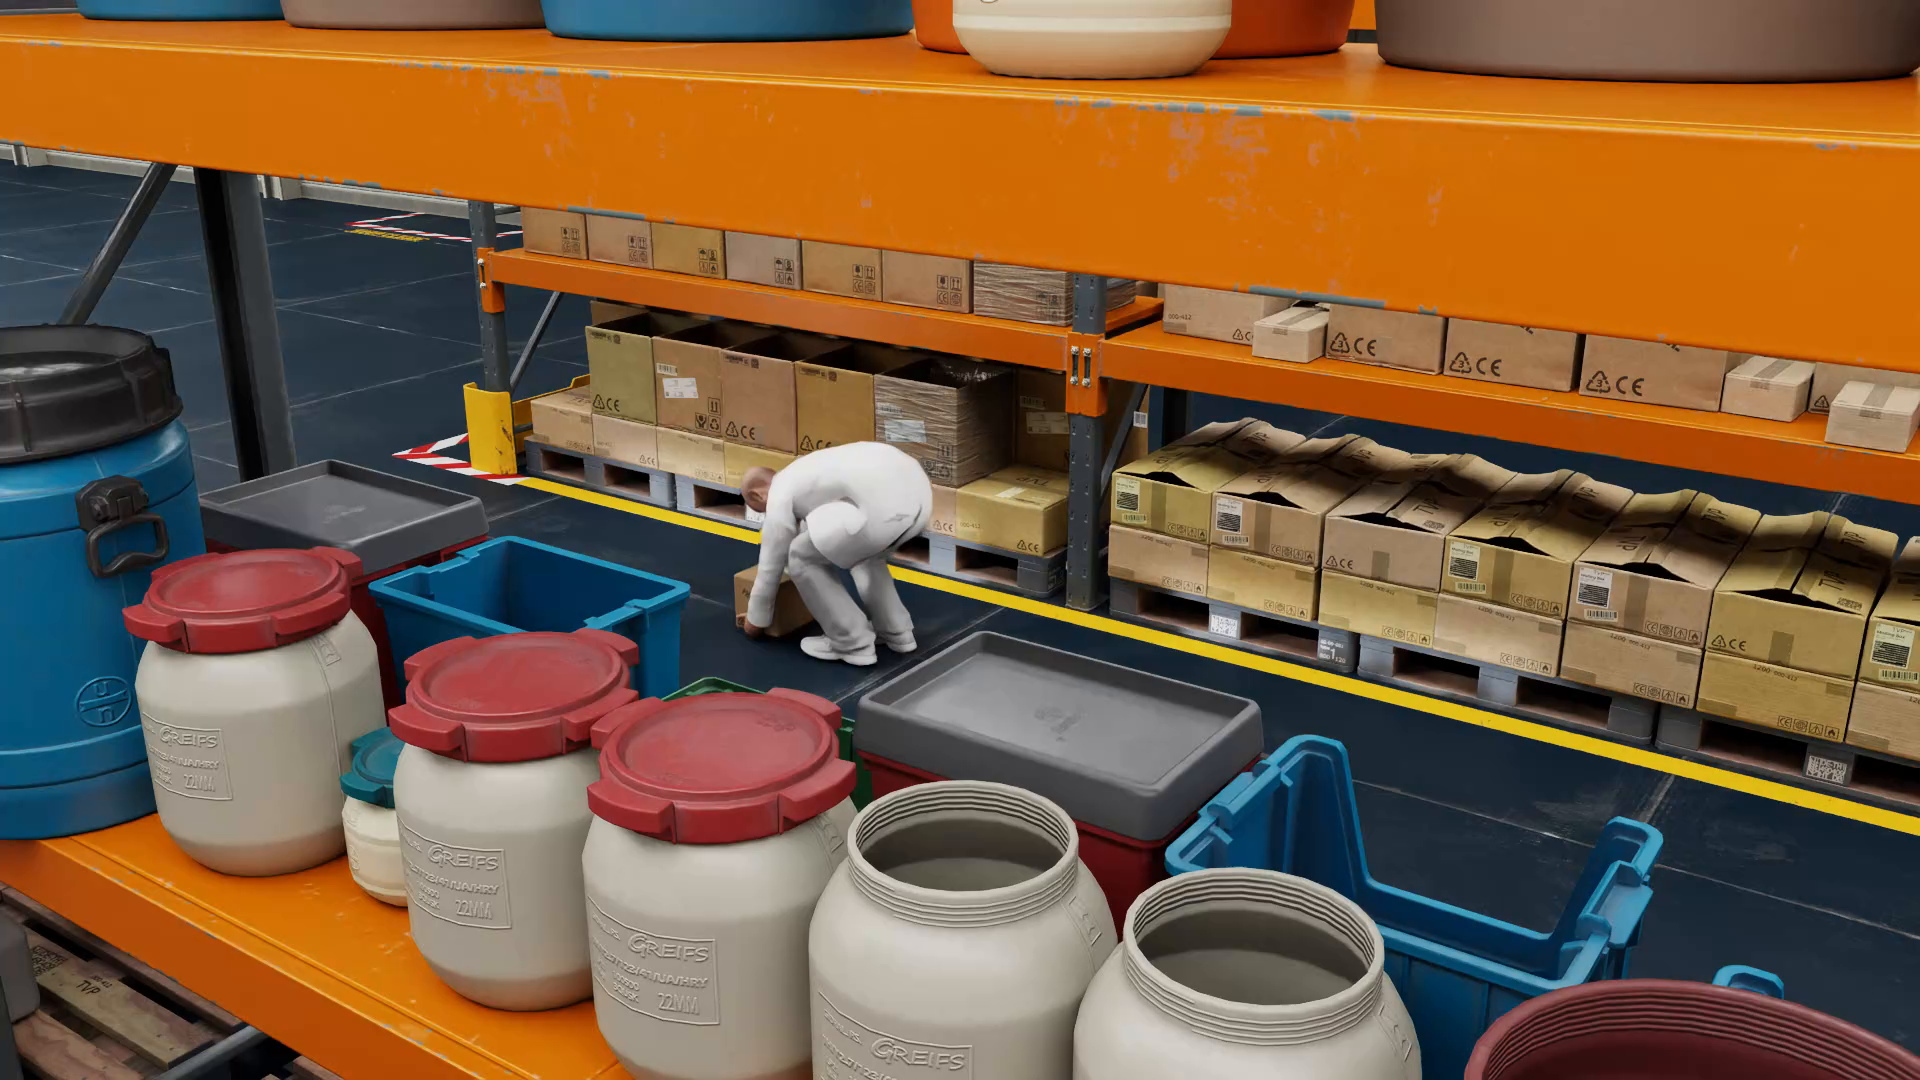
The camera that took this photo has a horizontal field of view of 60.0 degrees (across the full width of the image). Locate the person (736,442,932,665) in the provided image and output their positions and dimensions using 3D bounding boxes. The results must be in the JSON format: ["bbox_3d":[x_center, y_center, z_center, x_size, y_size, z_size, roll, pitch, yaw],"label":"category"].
[{"bbox_3d":[-0.556,0.020,7.269,0.945,0.950,0.586,12,23,30],"label":"person"}]
